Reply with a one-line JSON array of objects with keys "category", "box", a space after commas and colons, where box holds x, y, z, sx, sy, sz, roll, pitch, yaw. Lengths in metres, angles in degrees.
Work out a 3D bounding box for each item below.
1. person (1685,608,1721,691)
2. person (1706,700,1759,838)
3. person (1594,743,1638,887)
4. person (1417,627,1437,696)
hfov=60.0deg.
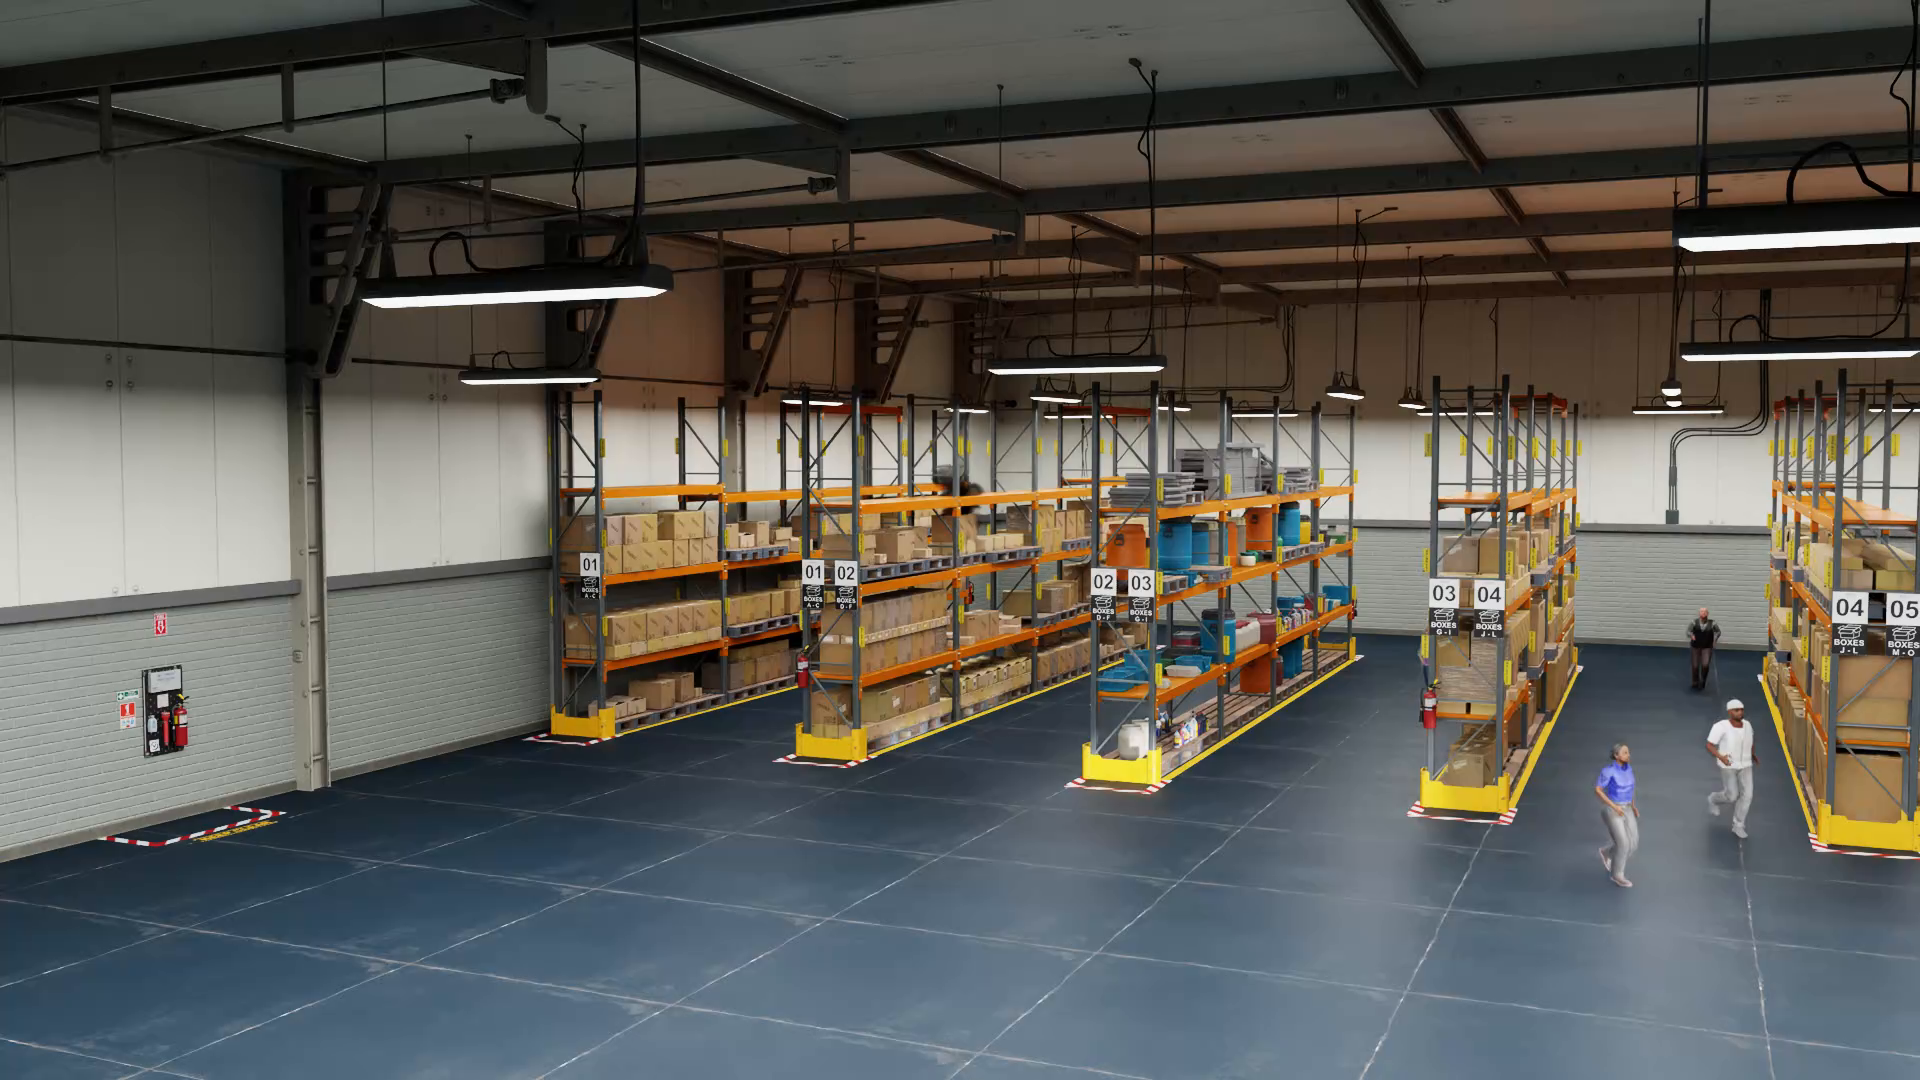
[{"category": "person", "box": [15.327, 2.254, 34.340, 0.661, 1.716, 0.634, 2, 4, 30]}, {"category": "person", "box": [10.086, 2.951, 21.698, 0.709, 1.761, 0.792, 0, 3, -6]}, {"category": "person", "box": [7.531, 3.186, 19.168, 0.569, 1.537, 0.555, -2, 4, -27]}, {"category": "person", "box": [9.171, 2.447, 32.332, 0.560, 1.558, 0.605, 2, 4, 31]}]
